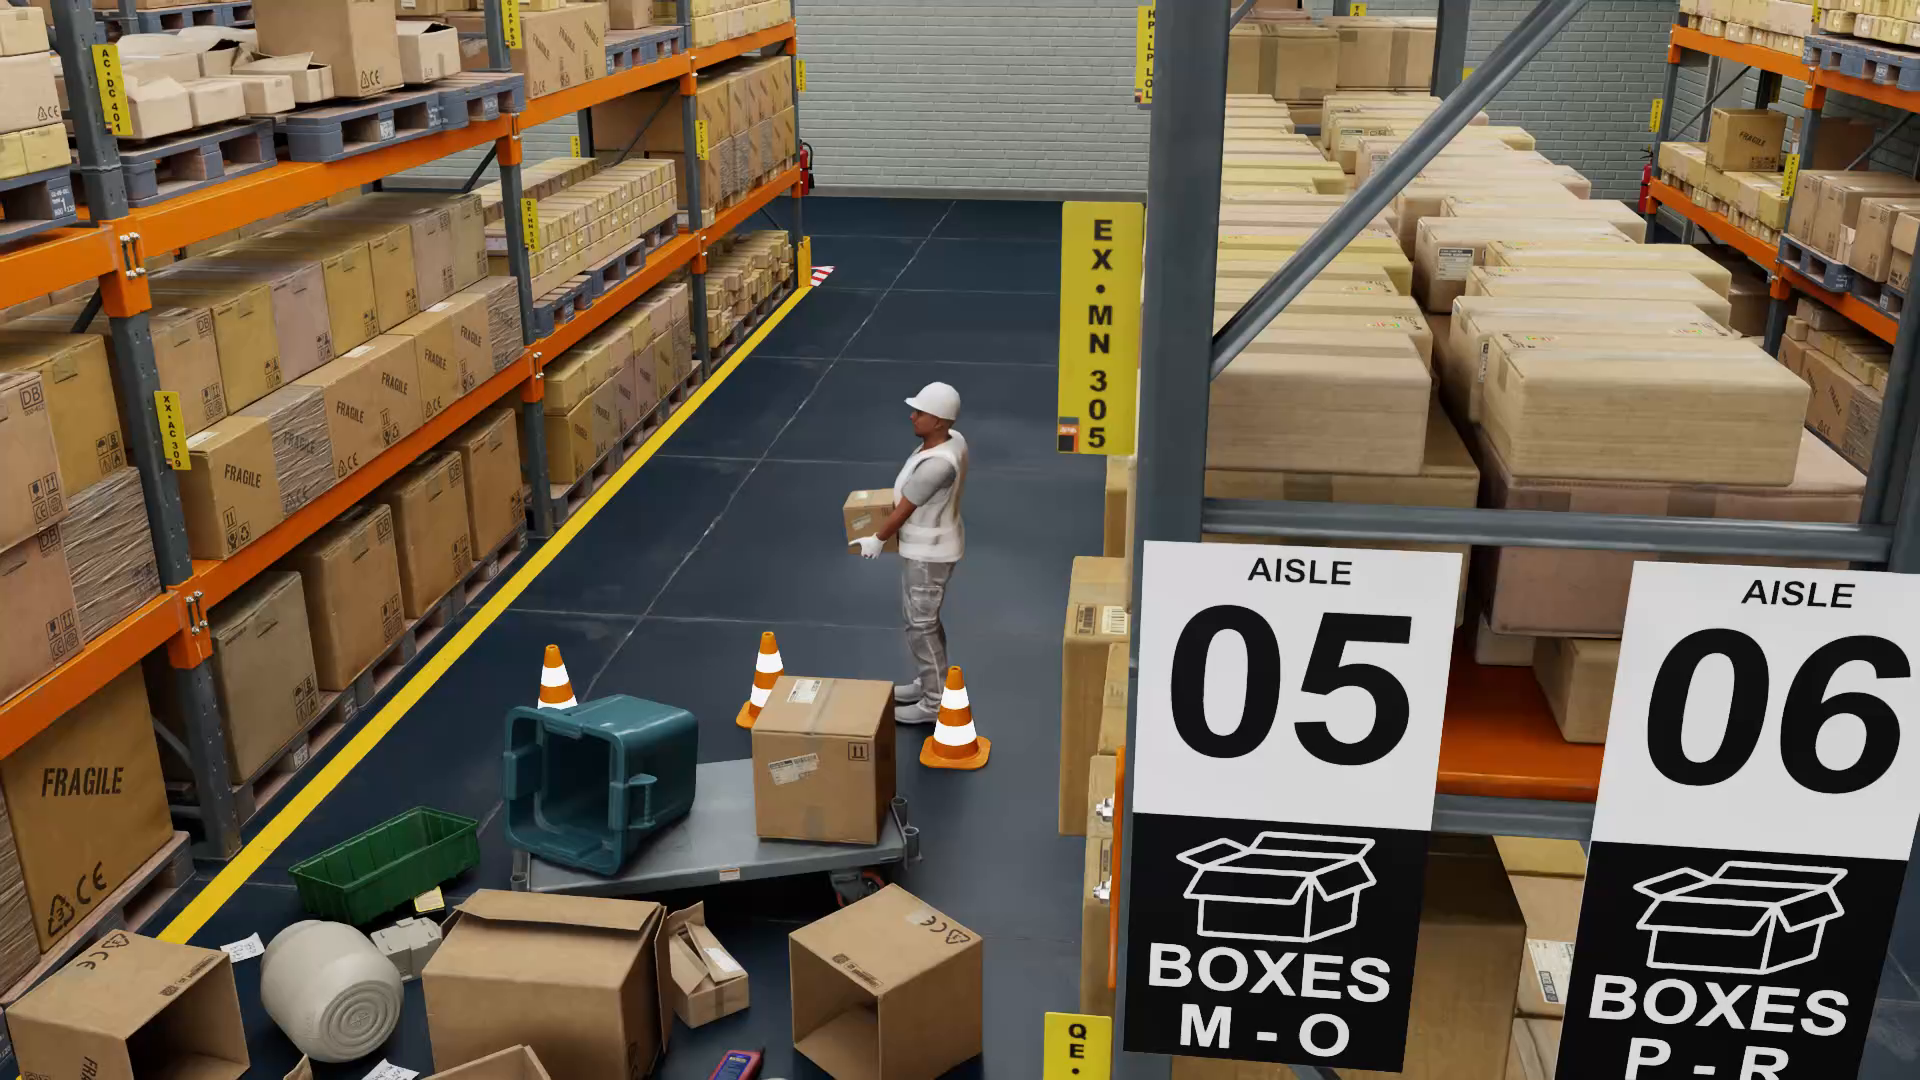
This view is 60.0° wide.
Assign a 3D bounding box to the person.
[{"bbox_3d":[-0.256,0.061,8.399,0.580,1.779,0.488,2,21,6],"label":"person"}]
